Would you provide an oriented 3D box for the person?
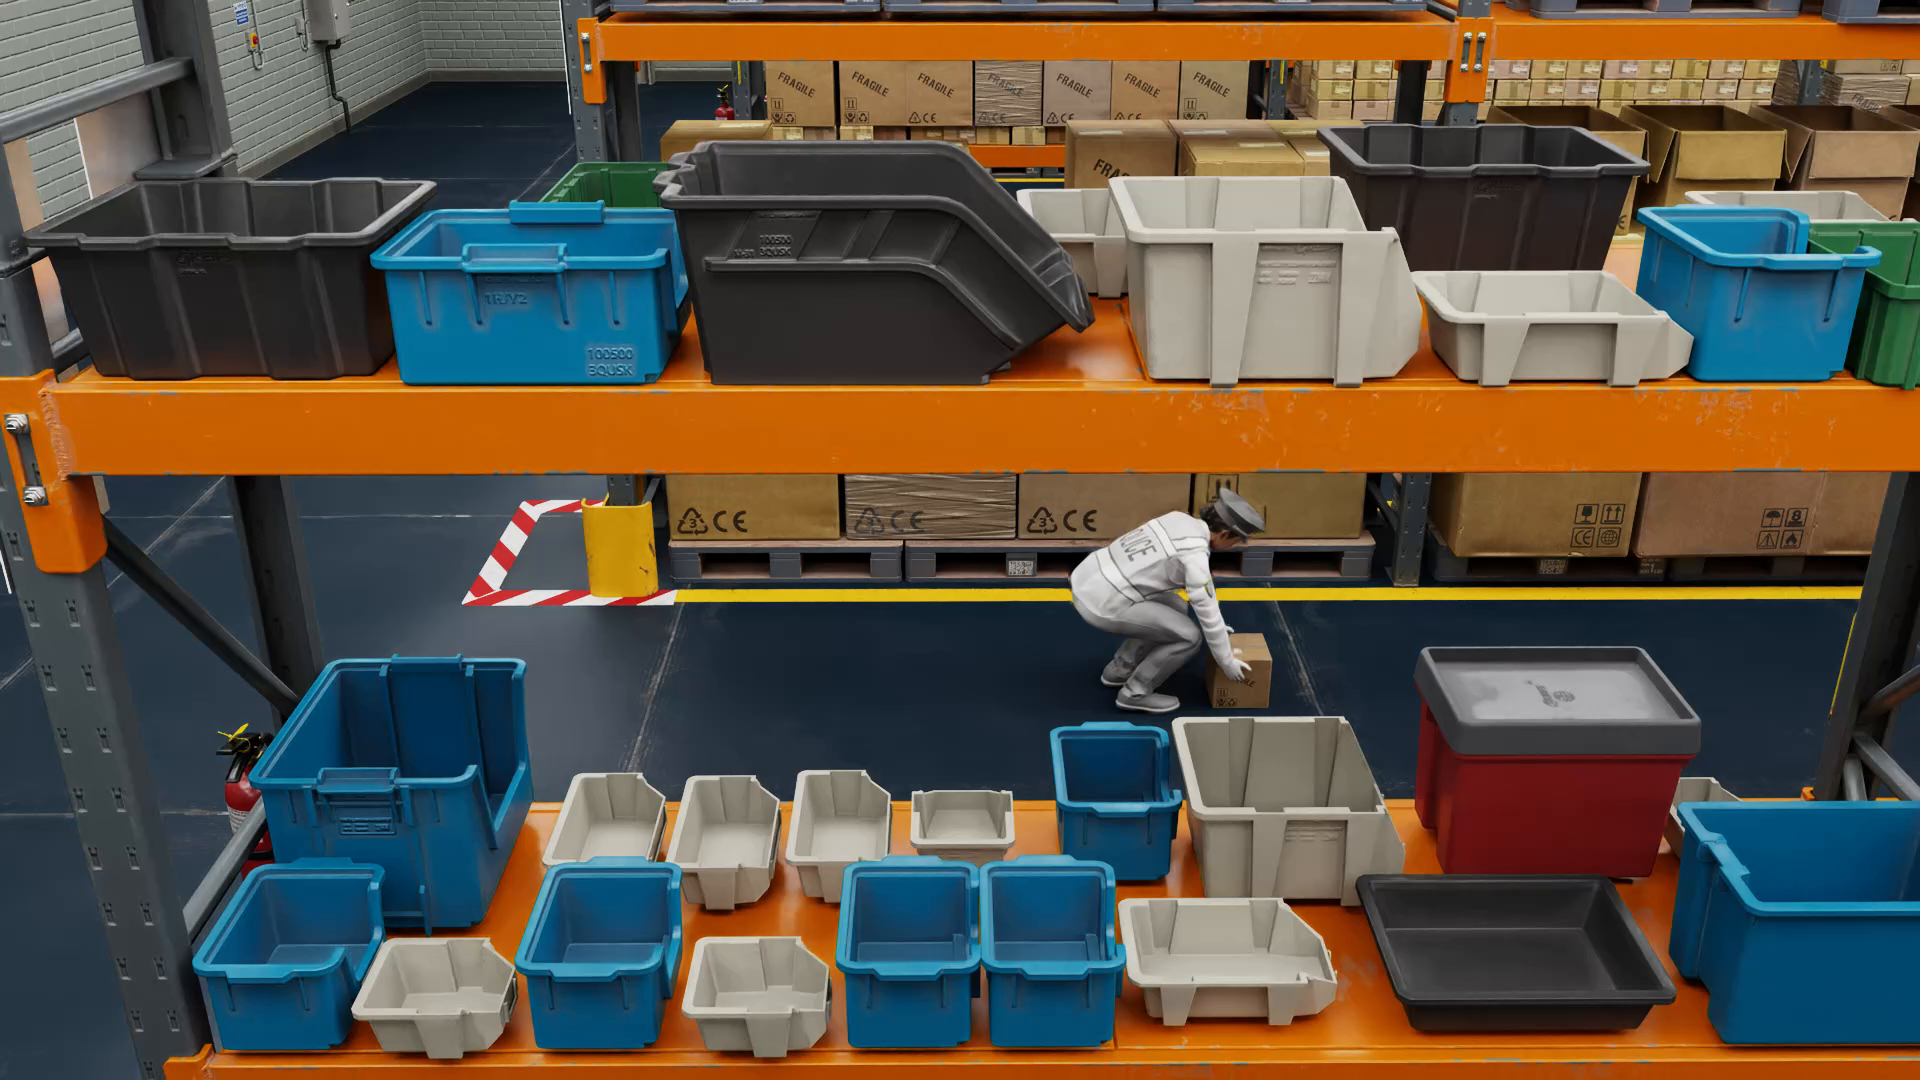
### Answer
[{"bbox_3d":[0.911,0.250,7.383,0.845,0.984,0.489,0,24,-1],"label":"person"}]
